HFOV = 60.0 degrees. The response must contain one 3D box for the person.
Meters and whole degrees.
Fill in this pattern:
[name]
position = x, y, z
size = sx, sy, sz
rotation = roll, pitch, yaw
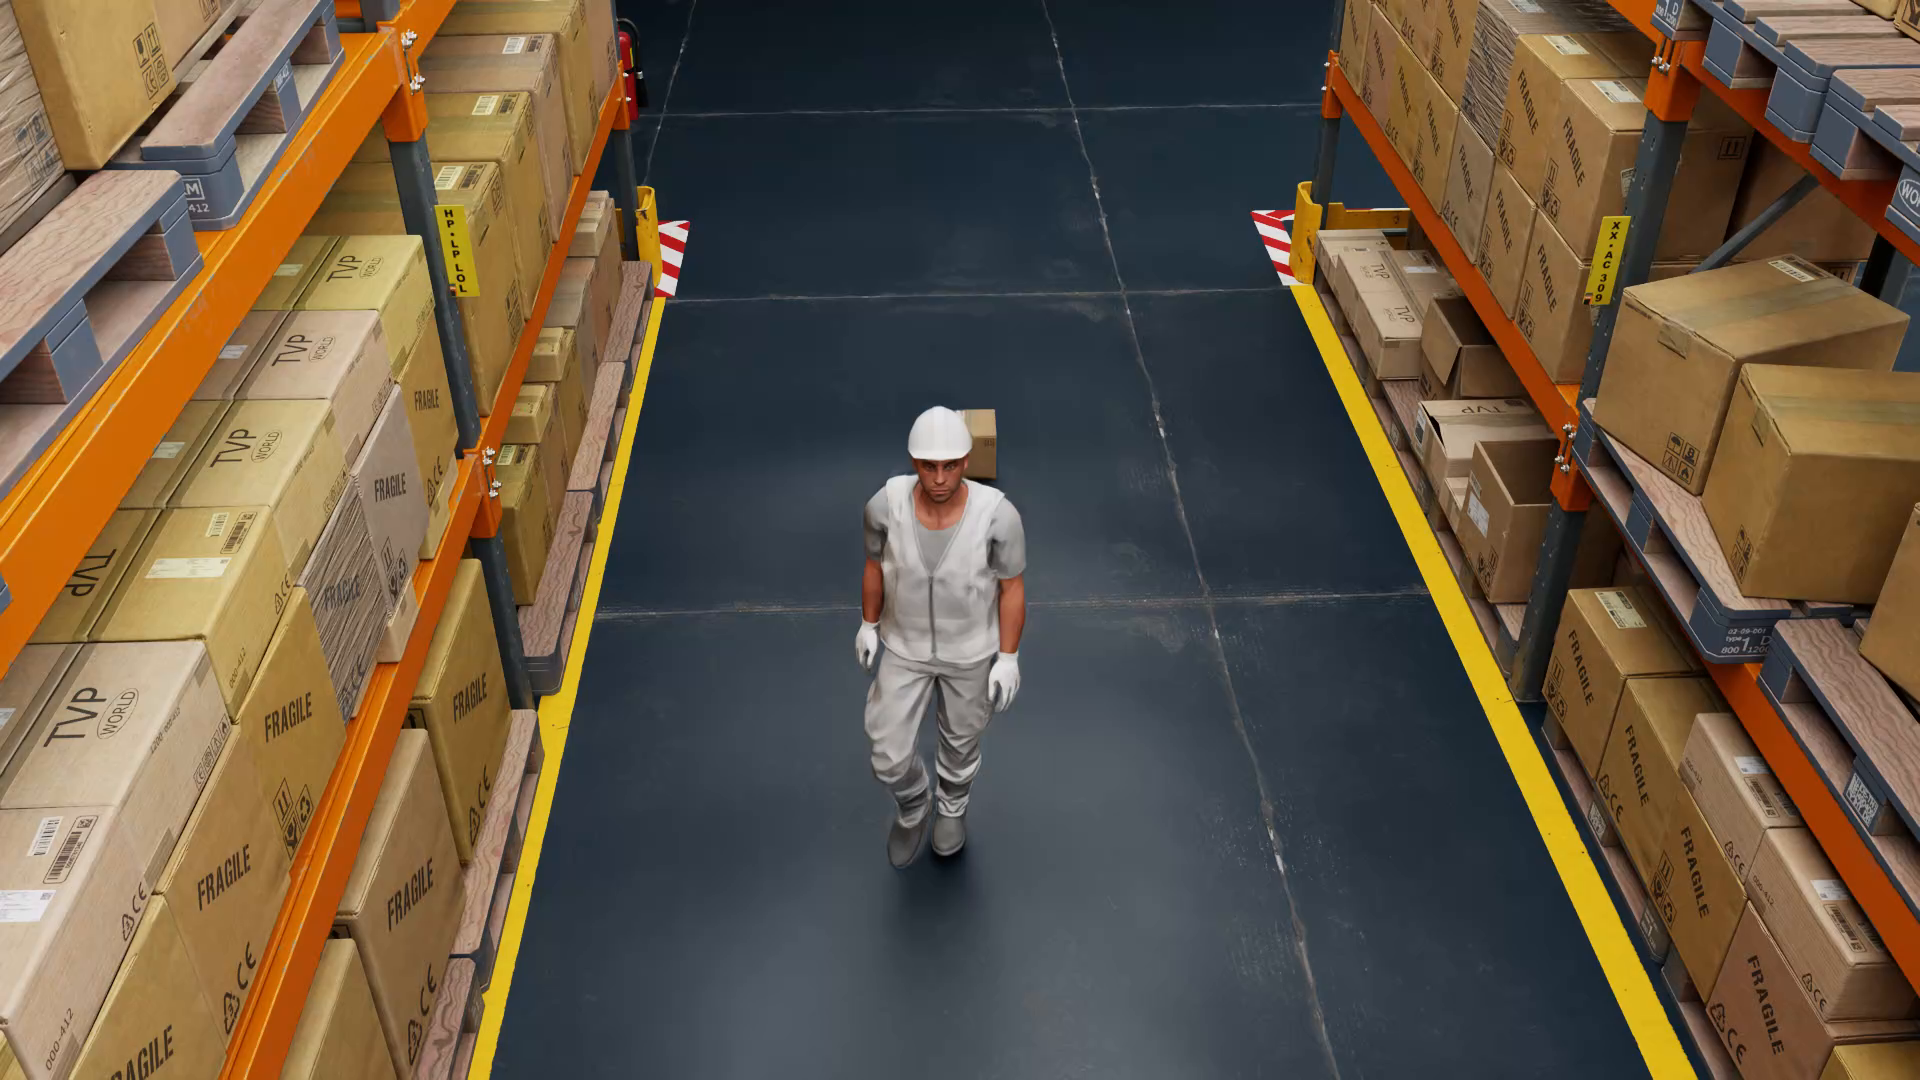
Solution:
[person]
position = -0.079, 0.399, 5.531
size = 0.584, 1.822, 0.472
rotation = 3, 35, 5
